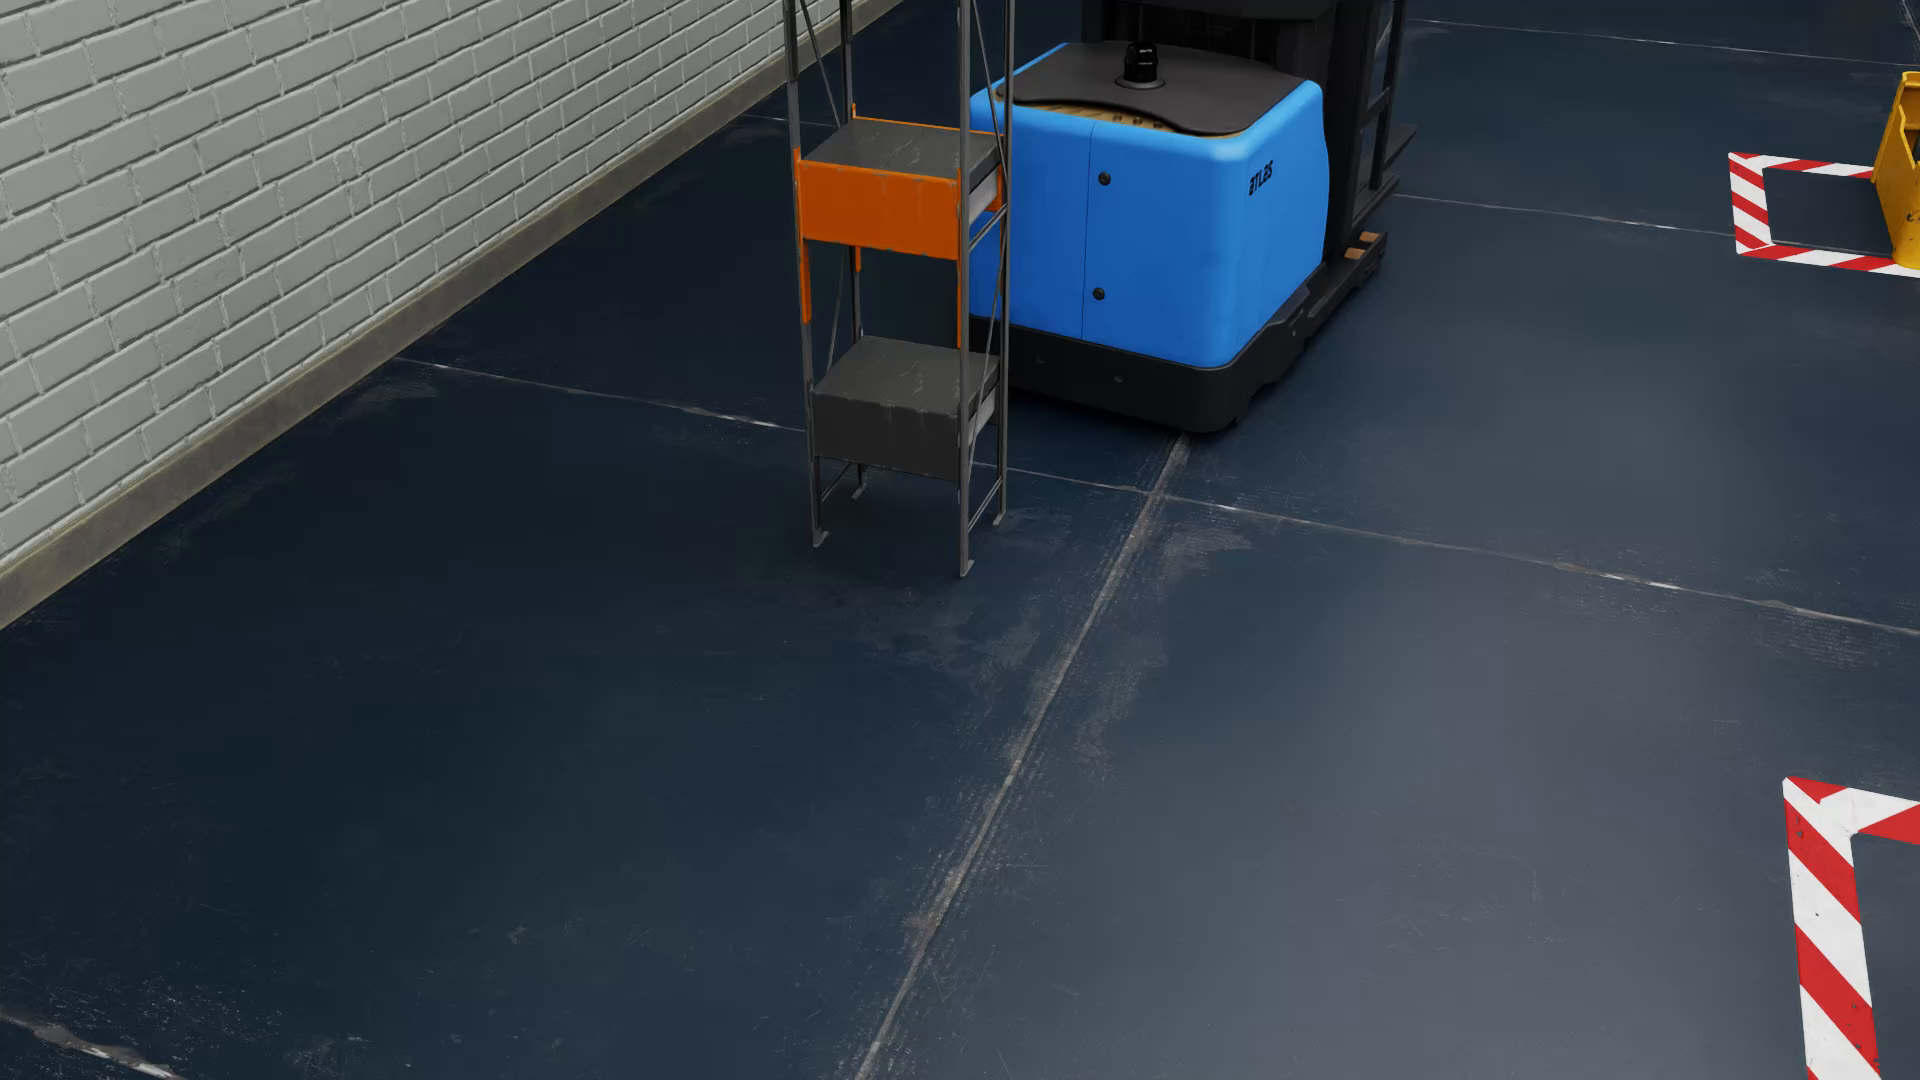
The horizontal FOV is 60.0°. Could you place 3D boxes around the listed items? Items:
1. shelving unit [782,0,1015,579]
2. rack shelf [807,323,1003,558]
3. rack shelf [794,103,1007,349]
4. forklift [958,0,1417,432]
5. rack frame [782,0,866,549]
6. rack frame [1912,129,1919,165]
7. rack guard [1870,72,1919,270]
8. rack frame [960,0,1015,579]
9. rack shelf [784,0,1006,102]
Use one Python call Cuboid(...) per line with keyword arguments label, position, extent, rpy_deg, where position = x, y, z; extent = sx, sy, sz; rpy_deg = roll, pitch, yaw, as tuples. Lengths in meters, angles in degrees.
Cuboid(label="shelving unit", position=(-0.156, -0.912, 4.727), extent=(0.503, 2.100, 0.431), rpy_deg=(11, 34, 16))
Cuboid(label="rack shelf", position=(-0.156, -0.313, 5.114), extent=(0.480, 0.518, 0.431), rpy_deg=(11, 34, 16))
Cuboid(label="rack shelf", position=(-0.156, -0.901, 4.735), extent=(0.480, 0.518, 0.431), rpy_deg=(11, 34, 16))
Cuboid(label="forklift", position=(1.142, -2.375, 6.226), extent=(1.130, 2.935, 3.031), rpy_deg=(17, 36, 24))
Cuboid(label="rack frame", position=(-0.386, -0.957, 4.797), extent=(0.015, 2.100, 0.400), rpy_deg=(11, 34, 16))
Cuboid(label="rack frame", position=(4.342, -2.679, 6.634), extent=(0.127, 3.000, 1.000), rpy_deg=(11, 34, 16))
Cuboid(label="rack guard", position=(4.319, -1.633, 7.319), extent=(0.348, 0.500, 1.175), rpy_deg=(11, 34, 16))
Cuboid(label="rack frame", position=(0.074, -0.868, 4.658), extent=(0.015, 2.100, 0.400), rpy_deg=(11, 34, 16))
Cuboid(label="rack shelf", position=(-0.156, -1.489, 4.355), extent=(0.480, 0.518, 0.431), rpy_deg=(11, 34, 16))
